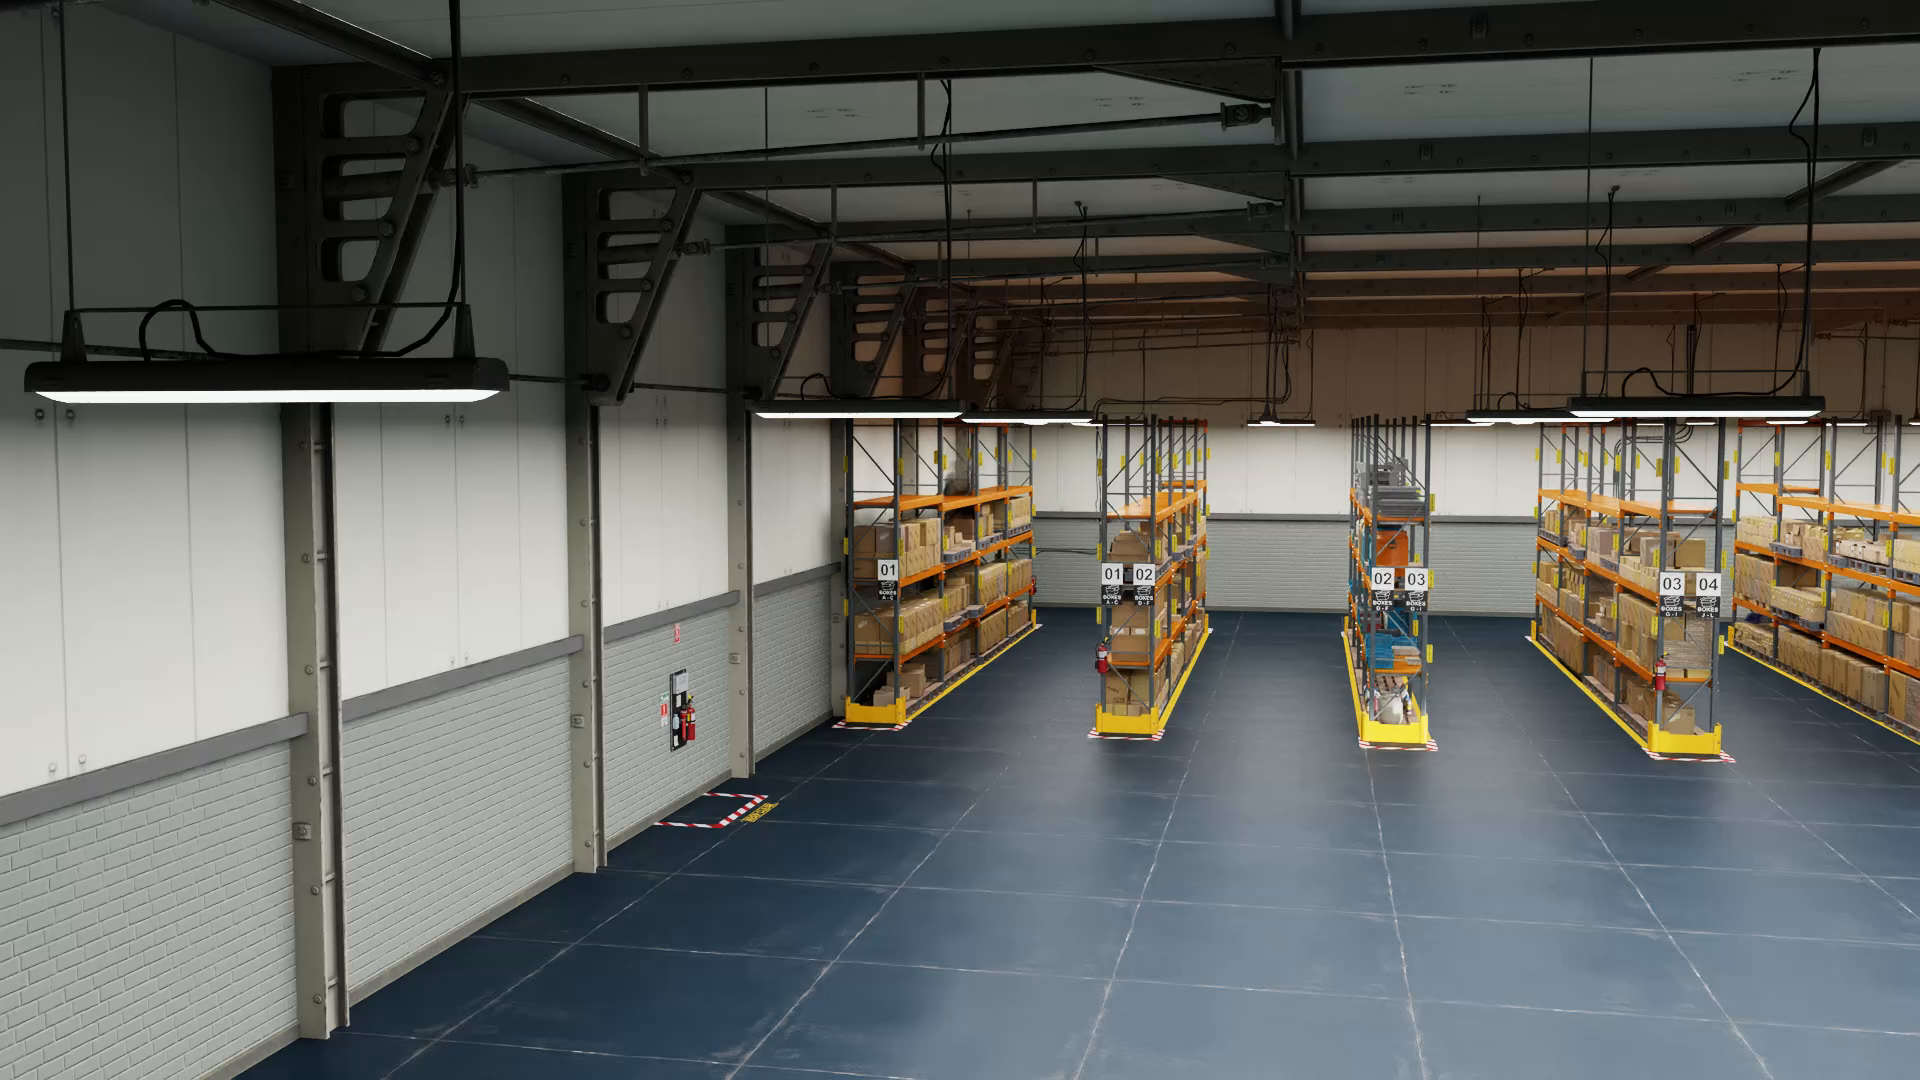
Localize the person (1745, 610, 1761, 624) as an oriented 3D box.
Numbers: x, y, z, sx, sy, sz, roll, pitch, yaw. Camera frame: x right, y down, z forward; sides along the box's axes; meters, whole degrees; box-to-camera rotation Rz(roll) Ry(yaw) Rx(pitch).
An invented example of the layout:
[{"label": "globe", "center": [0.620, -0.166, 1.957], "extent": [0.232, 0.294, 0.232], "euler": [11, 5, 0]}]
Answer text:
[{"label": "person", "center": [21.565, 1.892, 45.142], "extent": [0.977, 1.616, 0.617], "euler": [1, 4, 14]}]
